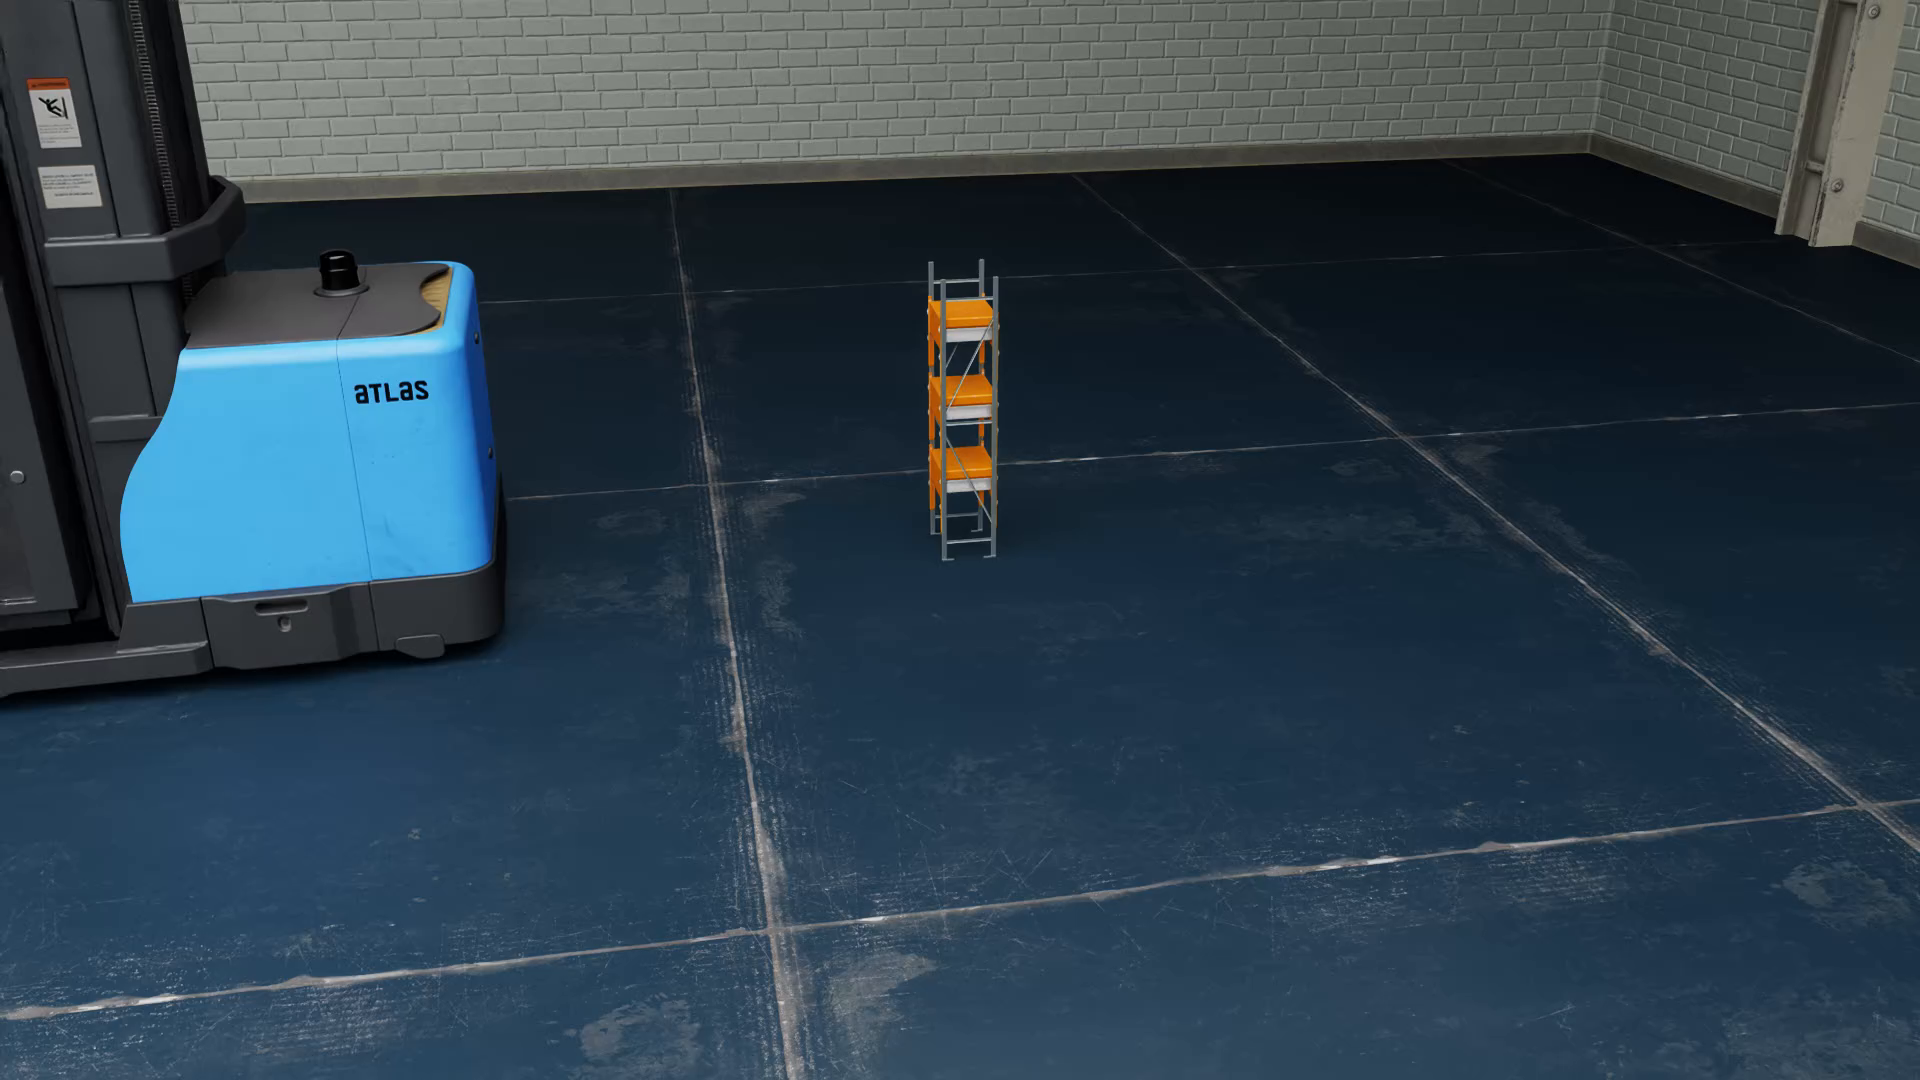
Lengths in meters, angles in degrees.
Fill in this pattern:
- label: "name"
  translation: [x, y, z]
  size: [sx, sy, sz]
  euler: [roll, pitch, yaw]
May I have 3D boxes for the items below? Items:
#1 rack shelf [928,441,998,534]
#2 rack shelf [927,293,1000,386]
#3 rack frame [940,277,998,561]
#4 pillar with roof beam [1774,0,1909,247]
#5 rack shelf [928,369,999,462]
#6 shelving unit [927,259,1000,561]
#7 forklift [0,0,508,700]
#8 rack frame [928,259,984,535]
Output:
- label: "rack shelf"
  translation: [0.010, -0.196, 6.107]
  size: [0.215, 0.259, 0.240]
  euler: [-4, 24, -10]
- label: "rack shelf"
  translation: [0.010, -0.710, 5.882]
  size: [0.215, 0.259, 0.240]
  euler: [-4, 24, -10]
- label: "rack frame"
  translation: [0.032, -0.412, 5.882]
  size: [0.200, 1.050, 0.008]
  euler: [-4, 24, -10]
- label: "pillar with roof beam"
  translation: [1.259, -5.742, 8.153]
  size: [9.100, 9.000, 0.400]
  euler: [-4, 24, -10]
- label: "rack shelf"
  translation: [0.010, -0.450, 5.996]
  size: [0.215, 0.259, 0.240]
  euler: [-4, 24, -10]
- label: "shelving unit"
  translation: [0.010, -0.460, 5.992]
  size: [0.215, 1.050, 0.252]
  euler: [-4, 24, -10]
- label: "forklift"
  translation: [-3.063, -1.025, 4.936]
  size: [3.031, 2.935, 1.130]
  euler: [-5, 24, -12]
- label: "rack frame"
  translation: [-0.013, -0.508, 6.102]
  size: [0.200, 1.050, 0.008]
  euler: [-4, 24, -10]
